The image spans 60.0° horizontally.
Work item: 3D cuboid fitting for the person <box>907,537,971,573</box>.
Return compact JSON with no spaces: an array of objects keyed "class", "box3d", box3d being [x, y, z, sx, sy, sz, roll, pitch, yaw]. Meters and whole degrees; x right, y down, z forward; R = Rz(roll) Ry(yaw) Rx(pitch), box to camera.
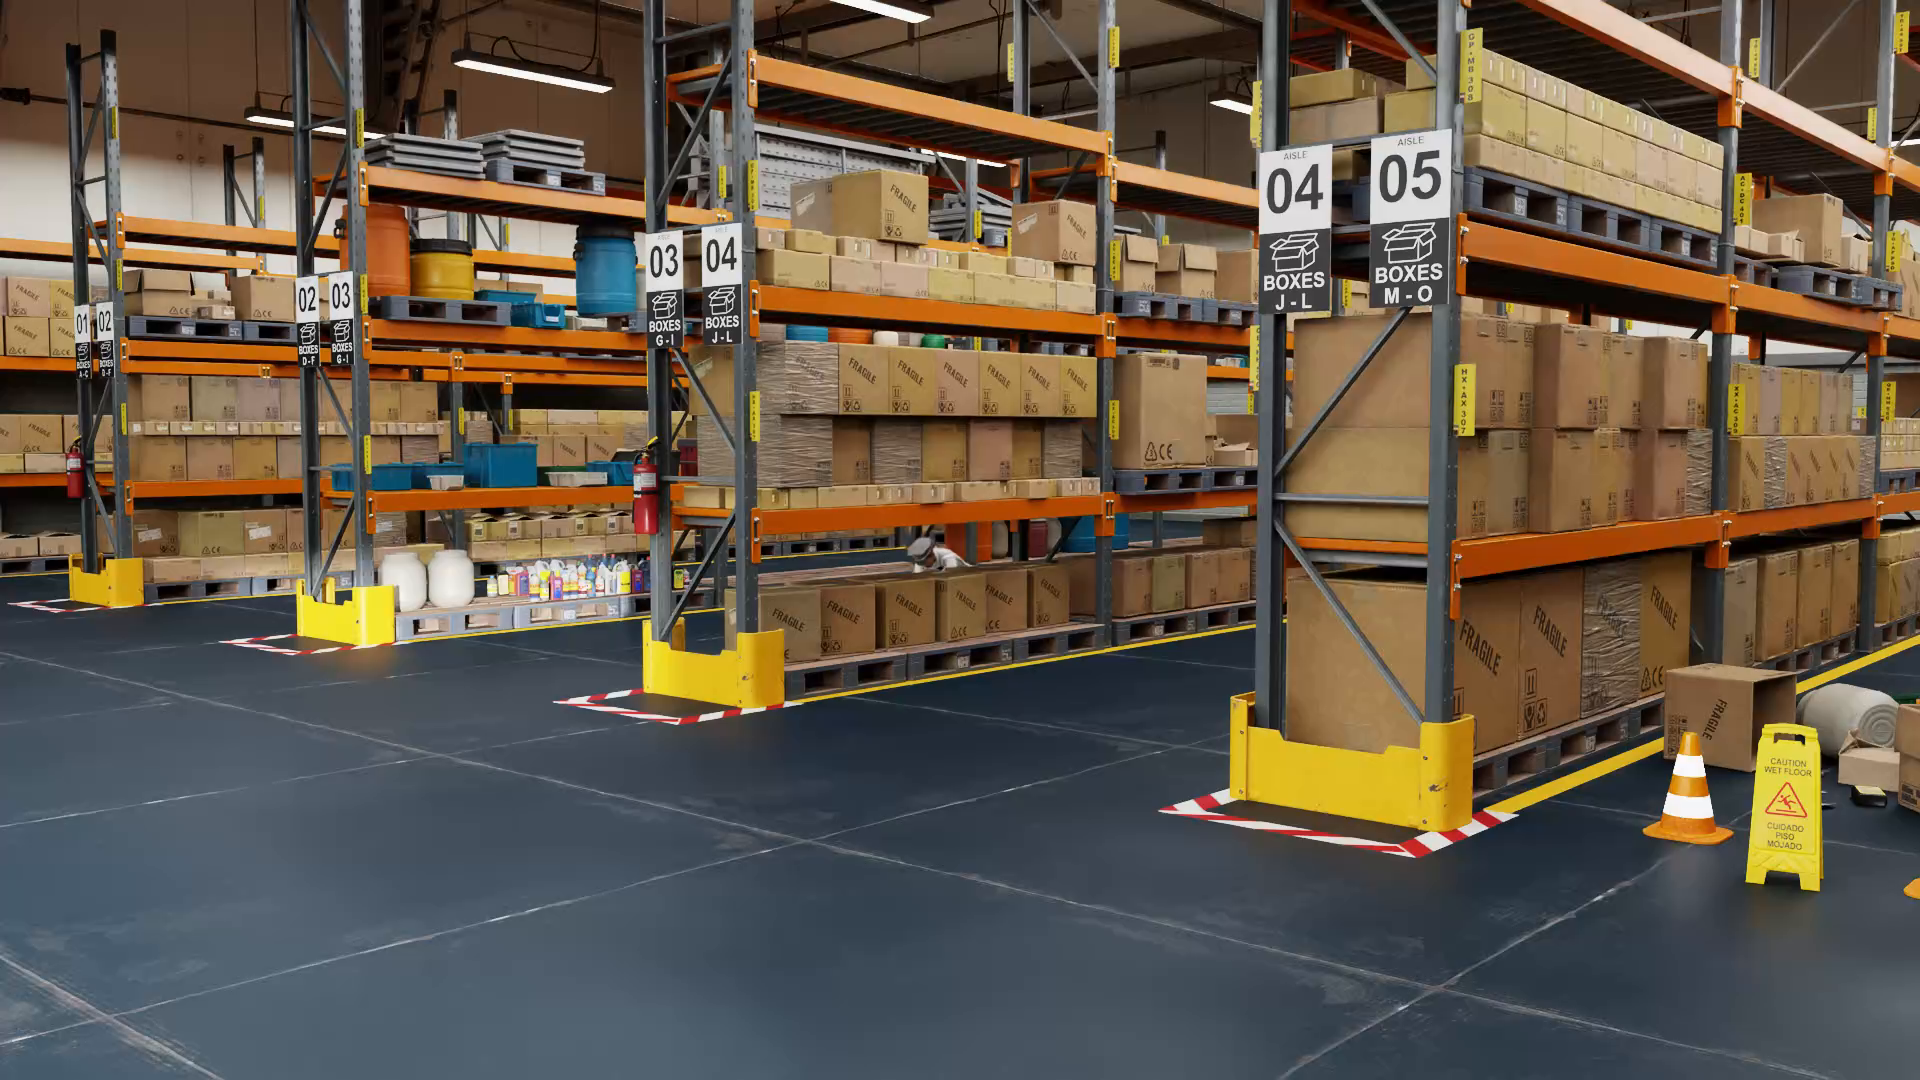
[{"class":"person","box3d":[-0.185,0.395,15.567,0.475,0.876,0.857,3,5,41]}]
